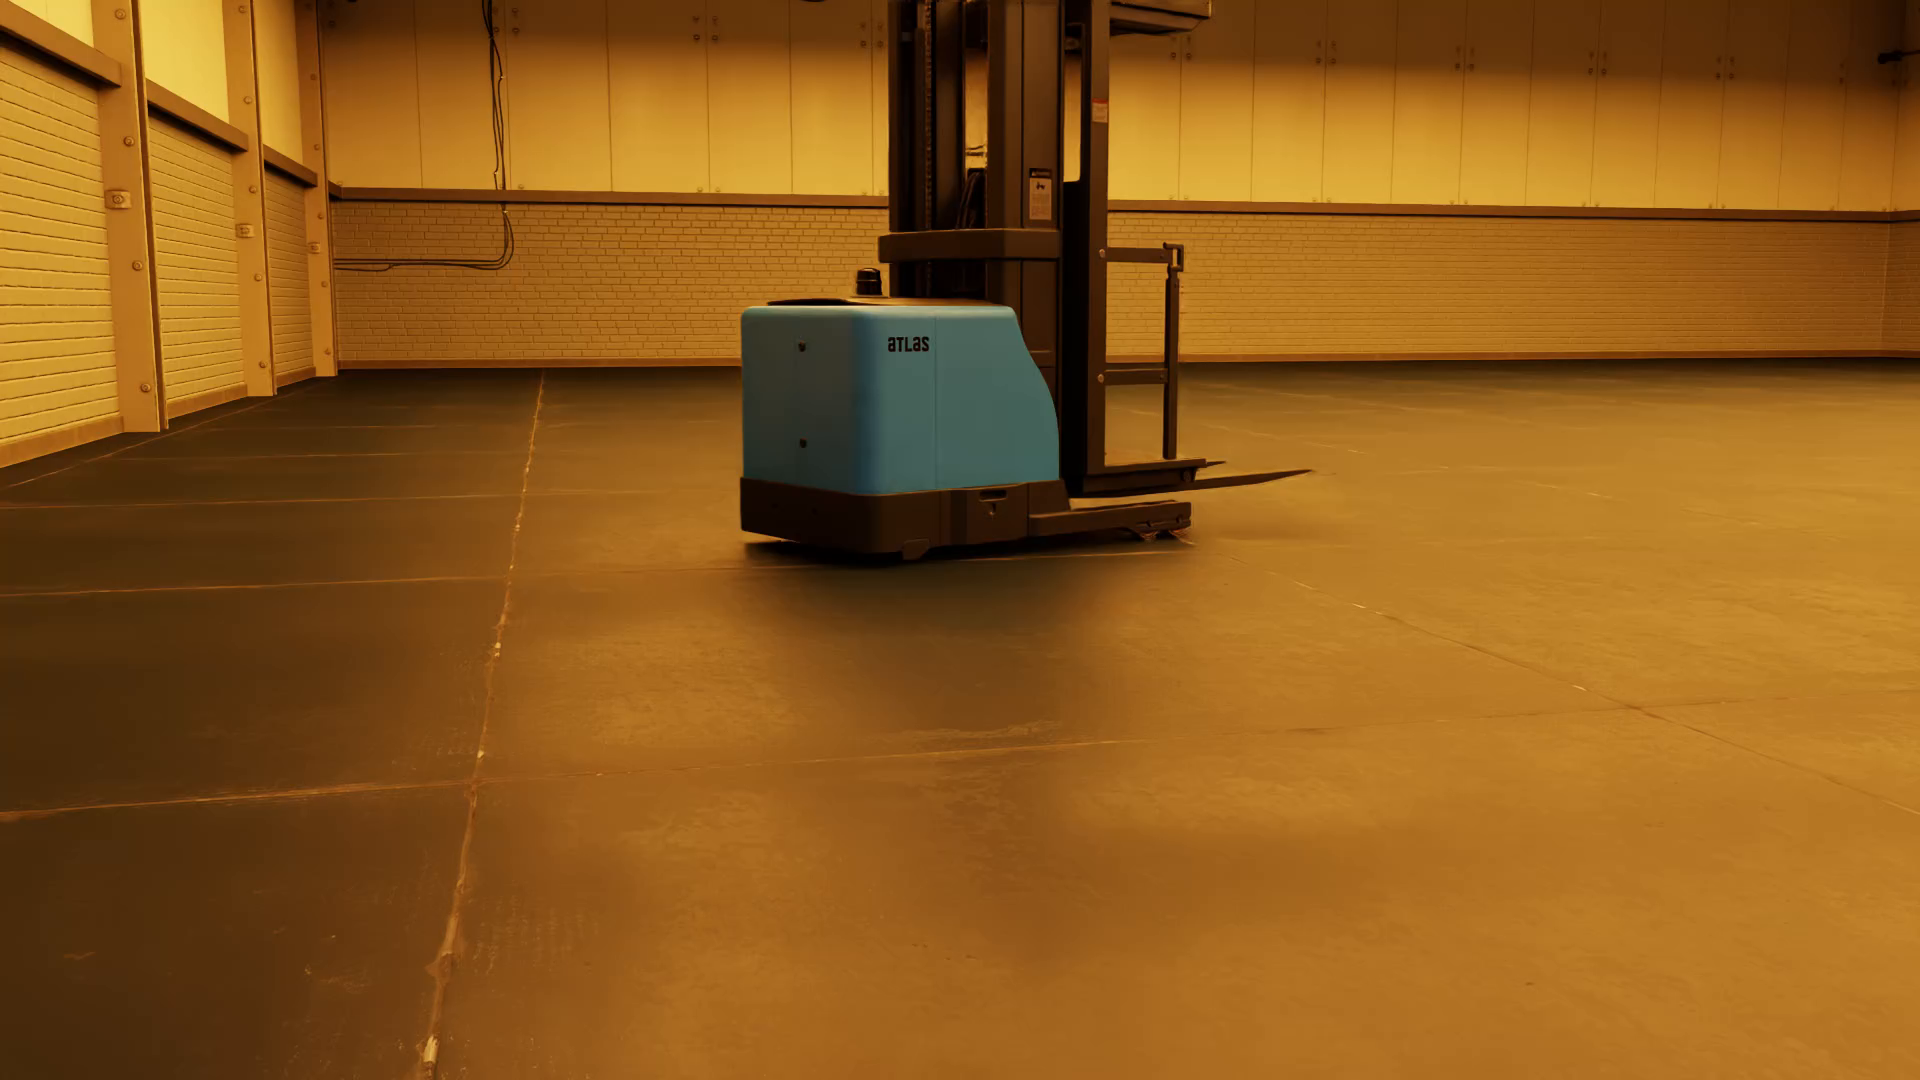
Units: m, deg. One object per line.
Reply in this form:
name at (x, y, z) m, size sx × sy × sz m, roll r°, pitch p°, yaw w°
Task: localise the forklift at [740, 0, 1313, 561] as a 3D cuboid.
forklift at (0.471, -1.507, 7.898) m, size 3.031 × 2.935 × 1.130 m, roll -6°, pitch 10°, yaw -38°
